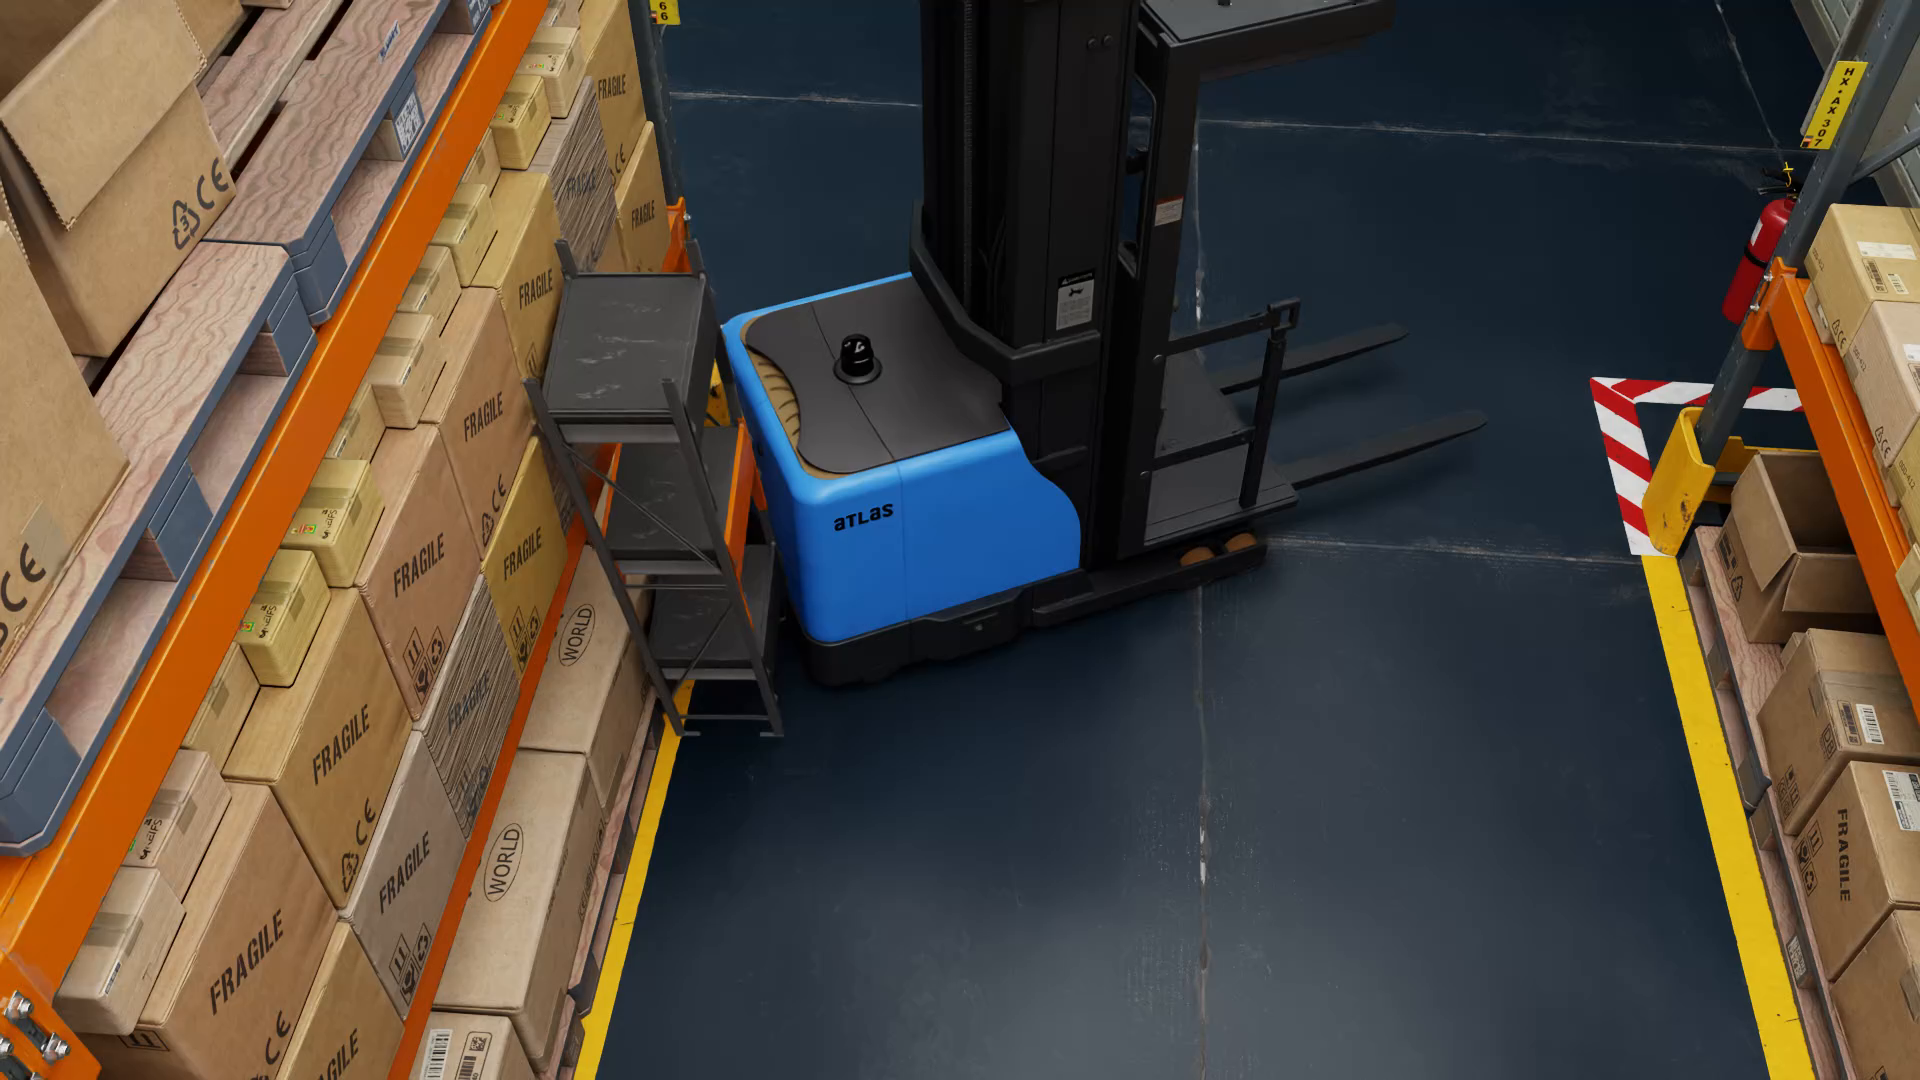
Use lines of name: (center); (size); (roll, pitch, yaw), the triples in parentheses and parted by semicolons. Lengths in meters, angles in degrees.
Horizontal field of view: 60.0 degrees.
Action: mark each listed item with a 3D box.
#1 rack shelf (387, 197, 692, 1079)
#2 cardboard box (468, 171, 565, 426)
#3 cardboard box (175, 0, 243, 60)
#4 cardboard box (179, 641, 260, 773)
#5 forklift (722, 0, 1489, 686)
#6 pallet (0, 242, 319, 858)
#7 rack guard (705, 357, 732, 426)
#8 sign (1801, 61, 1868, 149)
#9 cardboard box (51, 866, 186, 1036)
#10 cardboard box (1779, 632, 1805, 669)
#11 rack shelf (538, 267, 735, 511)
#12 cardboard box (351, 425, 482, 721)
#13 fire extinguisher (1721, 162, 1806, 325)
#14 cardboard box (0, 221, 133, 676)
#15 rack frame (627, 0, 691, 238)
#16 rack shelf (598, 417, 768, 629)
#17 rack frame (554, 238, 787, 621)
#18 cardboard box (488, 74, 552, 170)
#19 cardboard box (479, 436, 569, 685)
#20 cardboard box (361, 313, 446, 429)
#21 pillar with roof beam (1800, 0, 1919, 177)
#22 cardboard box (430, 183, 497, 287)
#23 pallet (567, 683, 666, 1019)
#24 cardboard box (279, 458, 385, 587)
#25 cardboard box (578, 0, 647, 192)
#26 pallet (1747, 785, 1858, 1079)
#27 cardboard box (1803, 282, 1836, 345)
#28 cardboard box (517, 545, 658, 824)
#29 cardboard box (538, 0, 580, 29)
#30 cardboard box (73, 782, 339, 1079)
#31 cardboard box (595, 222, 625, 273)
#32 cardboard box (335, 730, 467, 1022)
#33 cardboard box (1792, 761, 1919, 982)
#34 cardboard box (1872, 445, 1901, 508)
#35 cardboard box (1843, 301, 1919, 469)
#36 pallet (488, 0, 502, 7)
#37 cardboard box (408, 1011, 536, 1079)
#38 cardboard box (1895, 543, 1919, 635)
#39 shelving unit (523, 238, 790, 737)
rack shelf: (-1.714, 0.285, 4.970); (1.077, 0.370, 4.000); (4, 48, 4)
cardboard box: (-1.405, -0.679, 4.619); (0.500, 0.500, 0.500); (4, 48, 3)
cardboard box: (-1.865, -1.178, 3.367); (0.500, 0.500, 0.500); (5, 48, 4)
cardboard box: (-1.621, 0.327, 3.259); (0.380, 0.149, 0.250); (3, 48, 3)
forklift: (0.678, -1.149, 5.840); (3.031, 2.935, 1.130); (-17, 50, -15)
pallet: (-1.811, -0.071, 2.835); (1.003, 0.211, 1.213); (4, 48, 4)
rack guard: (-1.530, -0.601, 6.987); (1.175, 0.500, 0.348); (4, 48, 4)
sign: (2.871, -1.425, 5.460); (0.100, 0.325, 0.005); (4, 48, 4)
cardboard box: (-1.609, 0.707, 2.911); (0.380, 0.149, 0.250); (3, 48, 3)
cardboard box: (3.184, 0.477, 5.954); (0.380, 0.149, 0.250); (2, 48, 2)
rack shelf: (-0.916, -0.426, 4.769); (0.431, 0.518, 0.480); (0, 57, 3)
cardboard box: (-1.502, 0.061, 3.942); (0.500, 0.500, 0.500); (5, 48, 4)
fire extinguisher: (2.965, -1.083, 6.039); (0.296, 0.674, 0.183); (4, 48, 4)
cardboard box: (-1.634, -0.128, 2.407); (0.500, 0.500, 0.500); (5, 48, 4)
rack frame: (-1.532, -1.427, 6.049); (1.000, 3.000, 0.127); (4, 48, 4)
rack shelf: (-0.883, -0.049, 5.358); (0.431, 0.518, 0.480); (0, 57, 3)
rack frame: (-0.875, -0.262, 5.478); (0.400, 2.100, 0.015); (0, 57, 3)
cardboard box: (-1.368, -1.174, 4.632); (0.380, 0.149, 0.250); (5, 48, 4)
cardboard box: (-1.444, 0.038, 4.641); (0.500, 0.500, 0.500); (5, 48, 5)
cardboard box: (-1.452, -0.411, 3.934); (0.380, 0.149, 0.250); (4, 48, 4)
pillar with roof beam: (0.268, -5.331, 5.554); (9.100, 9.000, 0.400); (4, 48, 4)
cardboard box: (-1.427, -0.799, 4.289); (0.380, 0.149, 0.250); (5, 48, 4)
pallet: (-1.641, 1.001, 5.718); (1.003, 0.211, 1.213); (4, 48, 4)
cardboard box: (-1.484, -0.044, 3.599); (0.380, 0.149, 0.250); (3, 48, 2)
cardboard box: (-1.339, -1.428, 5.304); (0.500, 0.500, 0.500); (5, 48, 5)
pallet: (3.219, 1.381, 5.370); (1.003, 0.211, 1.213); (4, 48, 4)
cardboard box: (3.108, -0.788, 5.634); (0.380, 0.149, 0.250); (4, 48, 3)
cardboard box: (-1.568, 0.460, 5.774); (0.875, 0.438, 0.875); (5, 48, 5)
cardboard box: (-1.364, -1.552, 4.978); (0.380, 0.149, 0.250); (5, 48, 4)
cardboard box: (-1.612, 0.807, 3.260); (0.500, 0.500, 0.500); (4, 48, 4)
cardboard box: (-1.373, -0.721, 5.335); (0.500, 0.500, 0.500); (3, 48, 3)
cardboard box: (-1.543, 0.782, 3.961); (0.500, 0.500, 0.500); (4, 48, 4)
cardboard box: (2.997, 1.056, 5.187); (0.500, 0.500, 0.500); (5, 48, 4)
cardboard box: (3.058, -0.221, 5.116); (0.380, 0.149, 0.250); (5, 48, 5)
cardboard box: (3.056, -0.460, 5.064); (0.500, 0.250, 0.500); (4, 48, 4)
pallet: (-1.589, -1.864, 4.475); (1.003, 0.211, 1.213); (4, 48, 4)
cardboard box: (-1.732, 1.781, 4.566); (0.875, 0.438, 0.875); (3, 48, 3)
cardboard box: (2.941, 0.155, 4.772); (0.380, 0.149, 0.250); (3, 48, 2)
shelving unit: (-0.883, -0.056, 5.347); (0.431, 2.100, 0.503); (0, 57, 3)
